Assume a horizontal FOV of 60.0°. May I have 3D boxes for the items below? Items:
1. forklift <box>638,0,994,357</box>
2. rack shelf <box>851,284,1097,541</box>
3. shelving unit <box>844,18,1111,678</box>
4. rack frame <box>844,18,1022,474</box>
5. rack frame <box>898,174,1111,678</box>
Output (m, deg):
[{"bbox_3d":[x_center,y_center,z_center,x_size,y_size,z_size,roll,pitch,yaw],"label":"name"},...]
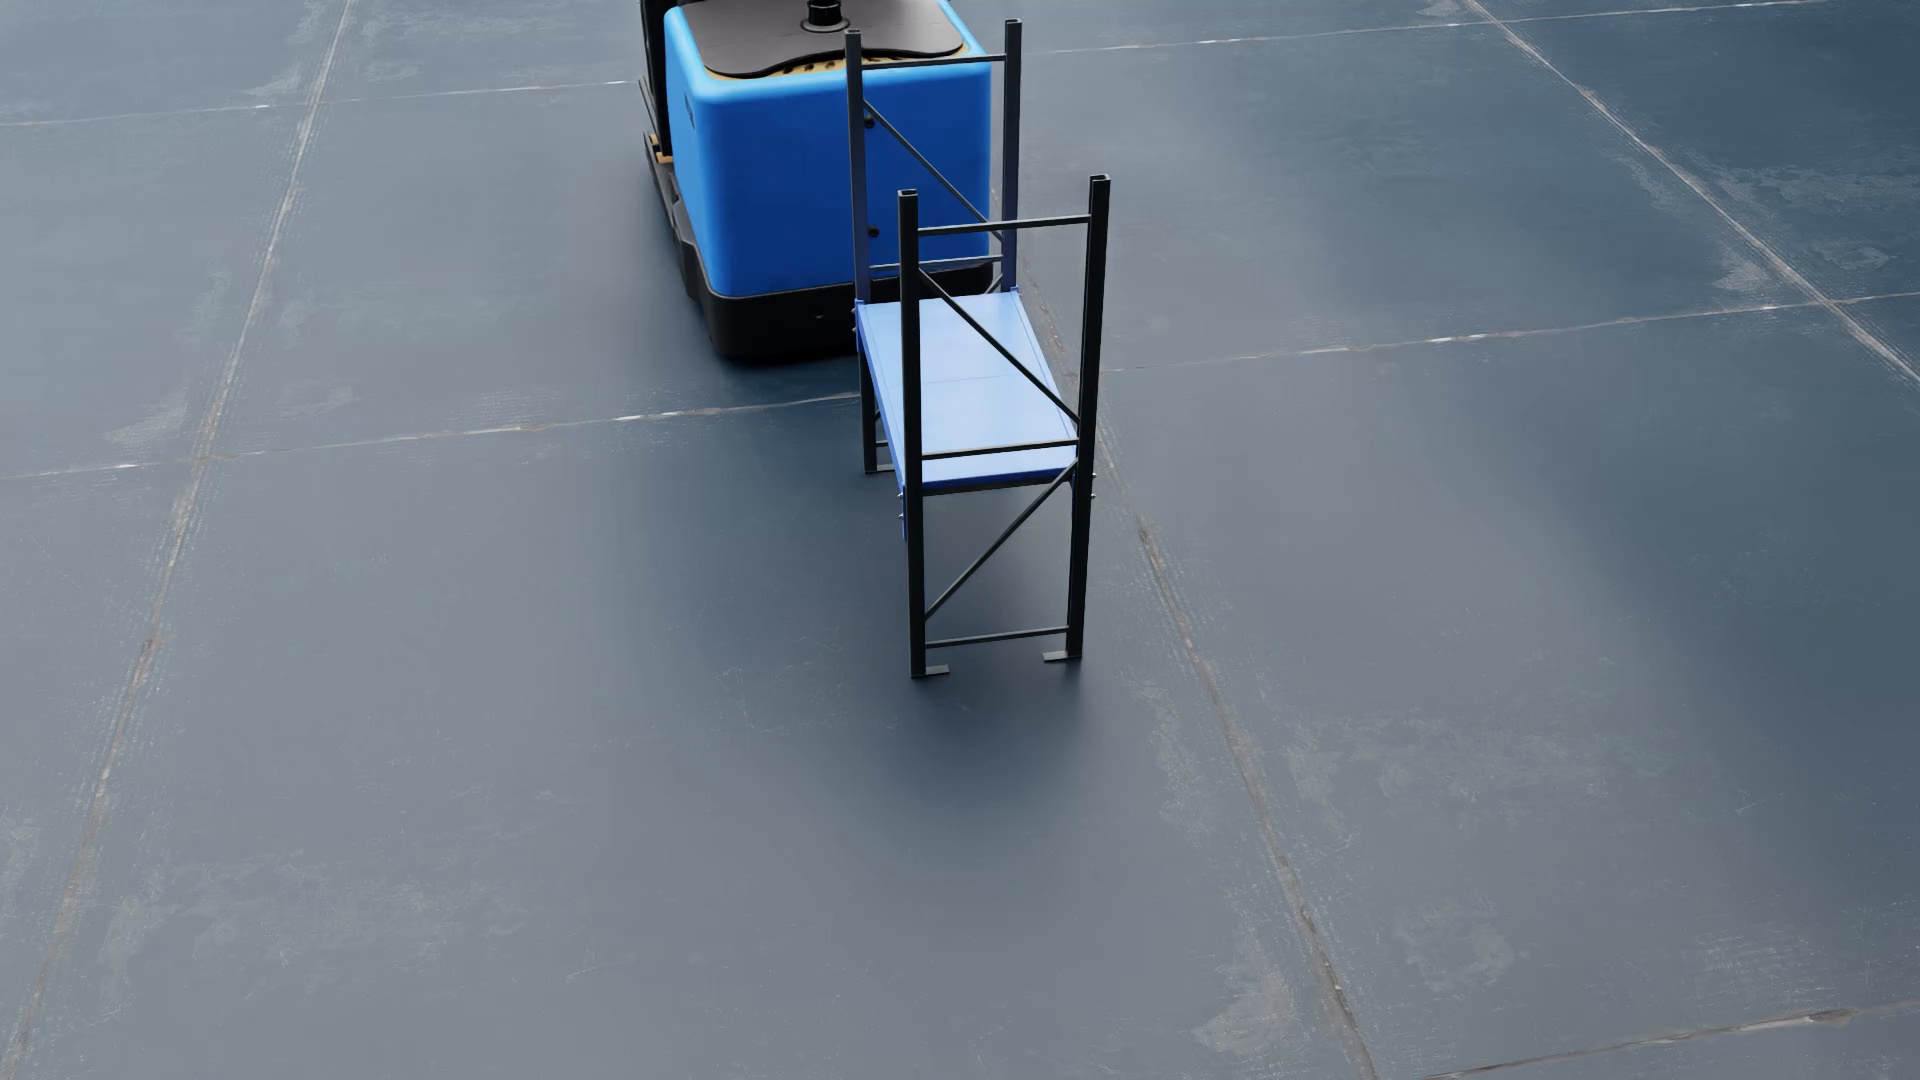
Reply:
[{"bbox_3d":[-0.763,-2.723,6.366,1.130,2.935,3.031,-10,39,-12],"label":"forklift"},{"bbox_3d":[0.015,-0.399,4.834,0.538,0.185,1.000,-6,38,-8],"label":"rack shelf"},{"bbox_3d":[0.015,-0.541,4.724,0.538,1.500,1.048,-6,38,-8],"label":"shelving unit"},{"bbox_3d":[-0.074,-0.848,5.119,0.500,1.500,0.032,-6,38,-8],"label":"rack frame"},{"bbox_3d":[0.104,-0.234,4.328,0.500,1.500,0.032,-6,38,-8],"label":"rack frame"}]
